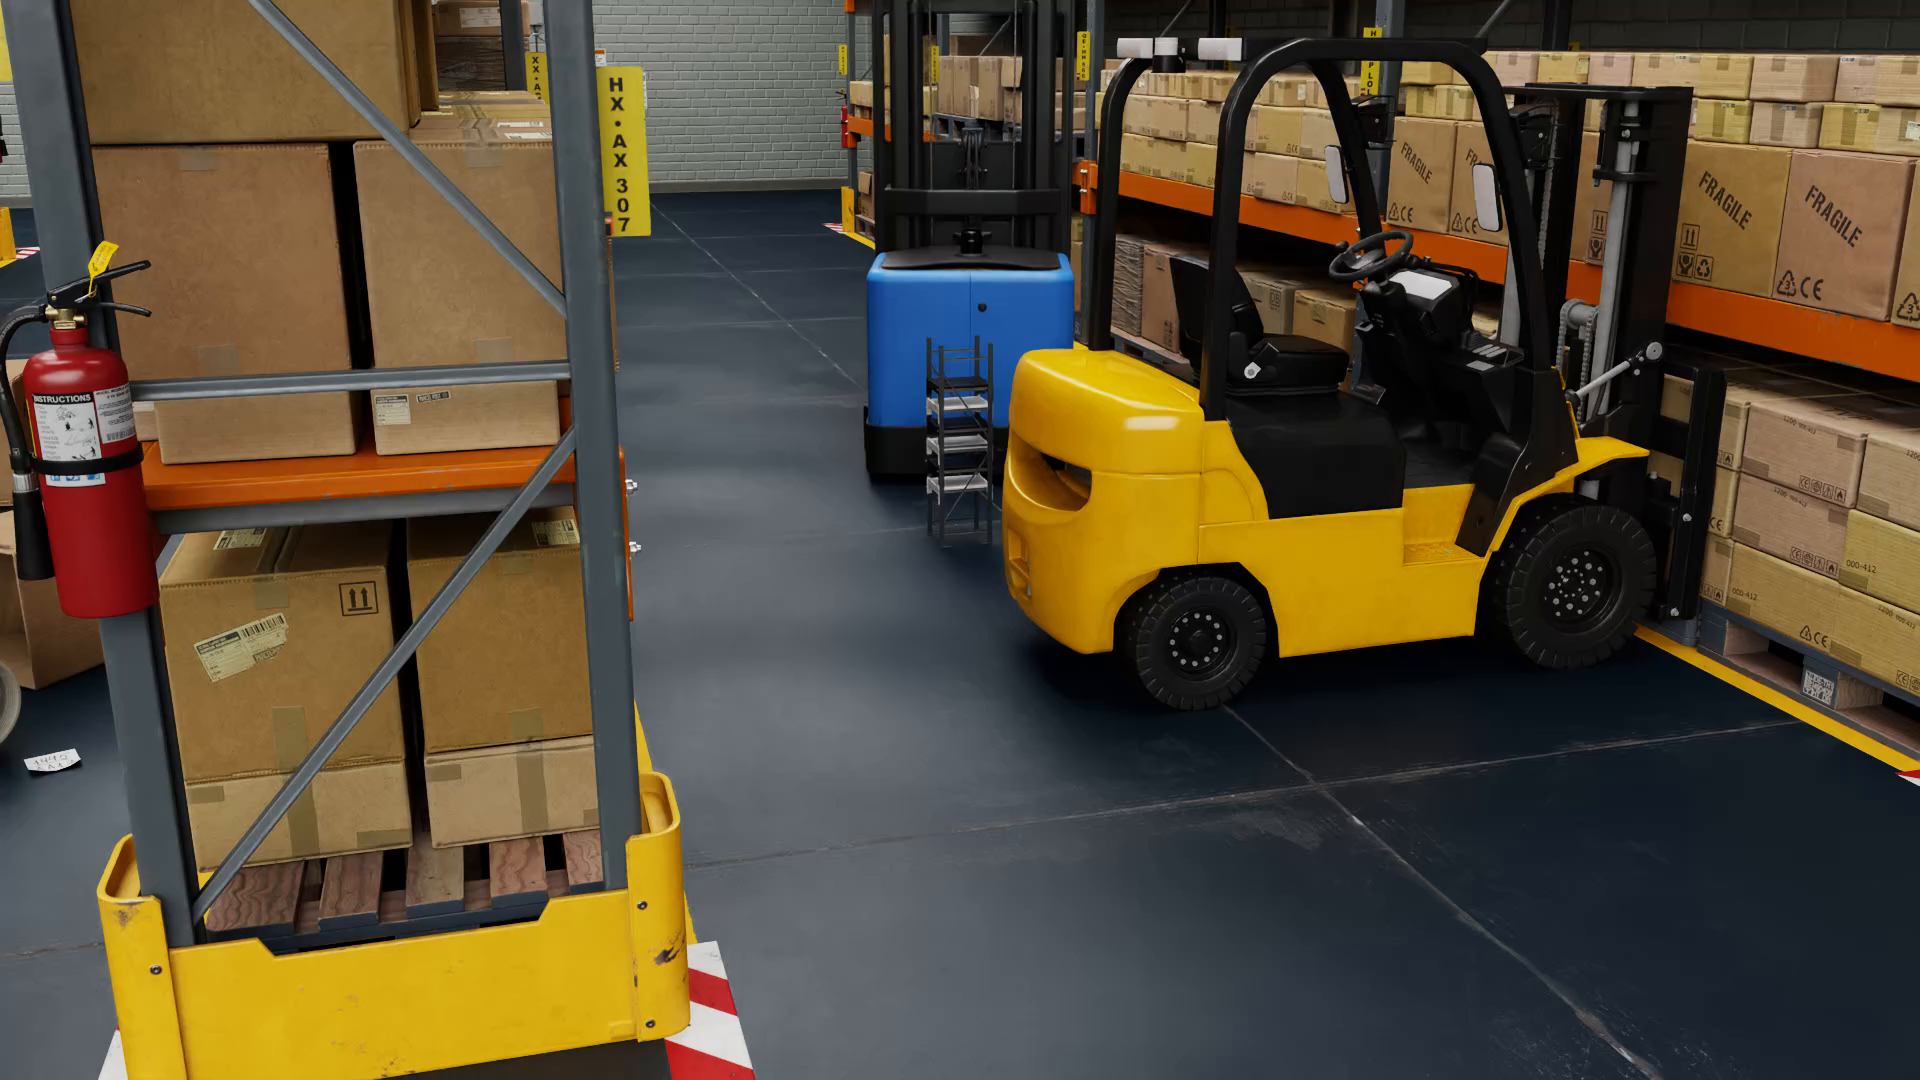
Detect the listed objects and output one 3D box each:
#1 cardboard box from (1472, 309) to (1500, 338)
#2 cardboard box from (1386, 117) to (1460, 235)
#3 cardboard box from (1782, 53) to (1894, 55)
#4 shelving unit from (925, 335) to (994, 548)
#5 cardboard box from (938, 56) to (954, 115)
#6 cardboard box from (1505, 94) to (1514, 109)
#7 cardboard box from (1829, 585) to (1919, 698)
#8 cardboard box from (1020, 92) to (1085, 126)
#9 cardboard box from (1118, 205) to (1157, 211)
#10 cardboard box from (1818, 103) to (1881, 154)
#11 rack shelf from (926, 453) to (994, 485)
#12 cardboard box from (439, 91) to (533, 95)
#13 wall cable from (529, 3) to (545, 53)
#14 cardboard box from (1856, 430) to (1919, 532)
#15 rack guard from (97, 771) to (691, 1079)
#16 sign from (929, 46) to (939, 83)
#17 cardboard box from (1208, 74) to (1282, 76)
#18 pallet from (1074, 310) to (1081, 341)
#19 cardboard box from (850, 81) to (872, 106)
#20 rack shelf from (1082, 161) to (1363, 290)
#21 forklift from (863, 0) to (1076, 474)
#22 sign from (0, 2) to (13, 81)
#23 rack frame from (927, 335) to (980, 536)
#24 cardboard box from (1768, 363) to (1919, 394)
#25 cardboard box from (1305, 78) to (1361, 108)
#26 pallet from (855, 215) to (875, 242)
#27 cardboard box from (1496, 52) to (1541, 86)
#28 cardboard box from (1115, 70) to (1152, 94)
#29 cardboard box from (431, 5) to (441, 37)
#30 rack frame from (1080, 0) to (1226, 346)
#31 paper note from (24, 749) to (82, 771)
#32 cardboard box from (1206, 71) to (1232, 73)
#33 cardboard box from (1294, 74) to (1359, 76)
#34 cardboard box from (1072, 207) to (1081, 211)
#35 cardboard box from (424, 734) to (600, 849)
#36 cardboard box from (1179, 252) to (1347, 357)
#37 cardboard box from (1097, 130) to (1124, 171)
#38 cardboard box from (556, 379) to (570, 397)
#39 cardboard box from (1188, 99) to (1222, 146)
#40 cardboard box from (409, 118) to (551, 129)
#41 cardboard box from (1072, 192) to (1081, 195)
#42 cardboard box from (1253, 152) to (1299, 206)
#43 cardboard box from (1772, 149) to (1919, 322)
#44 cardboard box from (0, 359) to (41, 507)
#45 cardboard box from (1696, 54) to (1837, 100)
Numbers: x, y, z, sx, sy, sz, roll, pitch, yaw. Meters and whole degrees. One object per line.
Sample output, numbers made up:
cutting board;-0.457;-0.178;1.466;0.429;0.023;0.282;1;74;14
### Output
cardboard box;2.446;-0.867;7.436;0.500;0.250;0.500;-5;17;-15
cardboard box;2.355;-1.709;7.755;0.500;0.500;0.500;-5;17;-17
cardboard box;3.298;-1.739;6.210;0.380;0.149;0.250;-5;17;-15
shelving unit;-0.002;-0.433;7.330;0.258;0.900;0.210;-5;17;-15
cardboard box;0.203;-4.115;15.034;0.700;0.500;0.500;-4;17;-14
cardboard box;2.486;-1.839;7.059;0.380;0.149;0.250;-4;17;-14
cardboard box;3.150;0.312;5.248;0.500;0.250;0.500;-5;17;-15
cardboard box;0.783;-3.307;12.778;0.500;0.250;0.500;-6;18;-18
cardboard box;1.363;-2.615;13.433;0.380;0.149;0.250;-6;18;-18
cardboard box;3.050;-1.345;5.415;0.380;0.149;0.250;-5;17;-16
rack shelf;-0.002;-0.315;7.366;0.258;0.077;0.200;-5;17;-15
cardboard box;-1.927;-1.499;6.536;0.500;0.500;0.500;-5;17;-17
wall cable;-5.797;-6.891;23.411;0.588;1.984;0.122;-5;17;-15
cardboard box;3.157;-0.164;5.097;0.500;0.250;0.500;-4;17;-13
rack guard;-1.209;0.871;3.683;1.175;0.500;0.348;-5;17;-15
sign;-0.234;-4.387;15.339;0.100;0.325;0.005;-5;17;-15
cardboard box;1.718;-2.738;10.052;0.380;0.149;0.250;-5;17;-15
pallet;1.216;-1.785;13.029;1.003;0.211;1.213;-5;17;-15
cardboard box;-0.948;-5.048;18.787;0.500;0.250;0.500;-5;17;-15
rack shelf;1.934;-2.014;10.192;1.077;0.370;4.000;-5;17;-15
forklift;0.076;-2.099;9.344;1.130;2.935;3.031;0;17;1
sign;-1.728;-0.973;2.914;0.100;0.325;0.005;-5;17;-15
rack frame;-0.030;-0.461;7.424;0.240;0.900;0.006;-5;17;-15
cardboard box;3.365;-0.487;6.169;0.500;0.250;0.500;-5;17;-16
cardboard box;2.071;-2.382;8.867;0.380;0.149;0.250;-5;17;-15
pallet;-0.573;-3.547;18.894;1.003;0.211;1.213;-5;17;-15
cardboard box;2.495;-1.980;7.011;0.380;0.149;0.250;-4;17;-14
cardboard box;1.263;-3.085;11.206;0.380;0.149;0.250;-4;17;-14
cardboard box;-2.475;-2.564;8.225;0.380;0.149;0.250;-4;17;-12
rack frame;1.384;-2.911;11.930;1.000;3.000;0.127;-5;17;-15
paper note;-2.805;0.678;5.141;0.142;0.019;0.148;-12;20;-34
cardboard box;1.860;-3.056;11.110;0.380;0.149;0.250;-5;17;-15
cardboard box;2.219;-2.703;9.935;0.380;0.149;0.250;-5;17;-15
cardboard box;0.842;-2.569;13.276;0.380;0.149;0.250;-4;17;-14
cardboard box;-1.144;0.566;4.404;0.500;0.250;0.500;-5;17;-16
cardboard box;1.915;-1.435;10.414;0.875;0.625;0.625;-5;18;-18
cardboard box;1.271;-2.697;11.479;0.500;0.250;0.500;-5;17;-15
cardboard box;-1.161;-0.444;4.151;0.380;0.149;0.250;-5;18;-17
cardboard box;1.699;-2.513;9.995;0.500;0.250;0.500;-4;17;-14
cardboard box;-1.197;-0.791;4.182;0.500;0.500;0.500;-4;17;-14
cardboard box;0.936;-2.965;14.597;0.380;0.149;0.250;-4;17;-14
cardboard box;1.950;-1.990;9.125;0.500;0.250;0.500;-5;17;-16
cardboard box;3.062;-1.006;5.413;0.500;0.500;0.500;-4;17;-14
cardboard box;-3.991;-0.428;6.691;0.500;0.500;0.500;-5;17;-15
cardboard box;2.835;-1.627;5.836;0.380;0.149;0.250;-4;17;-14
